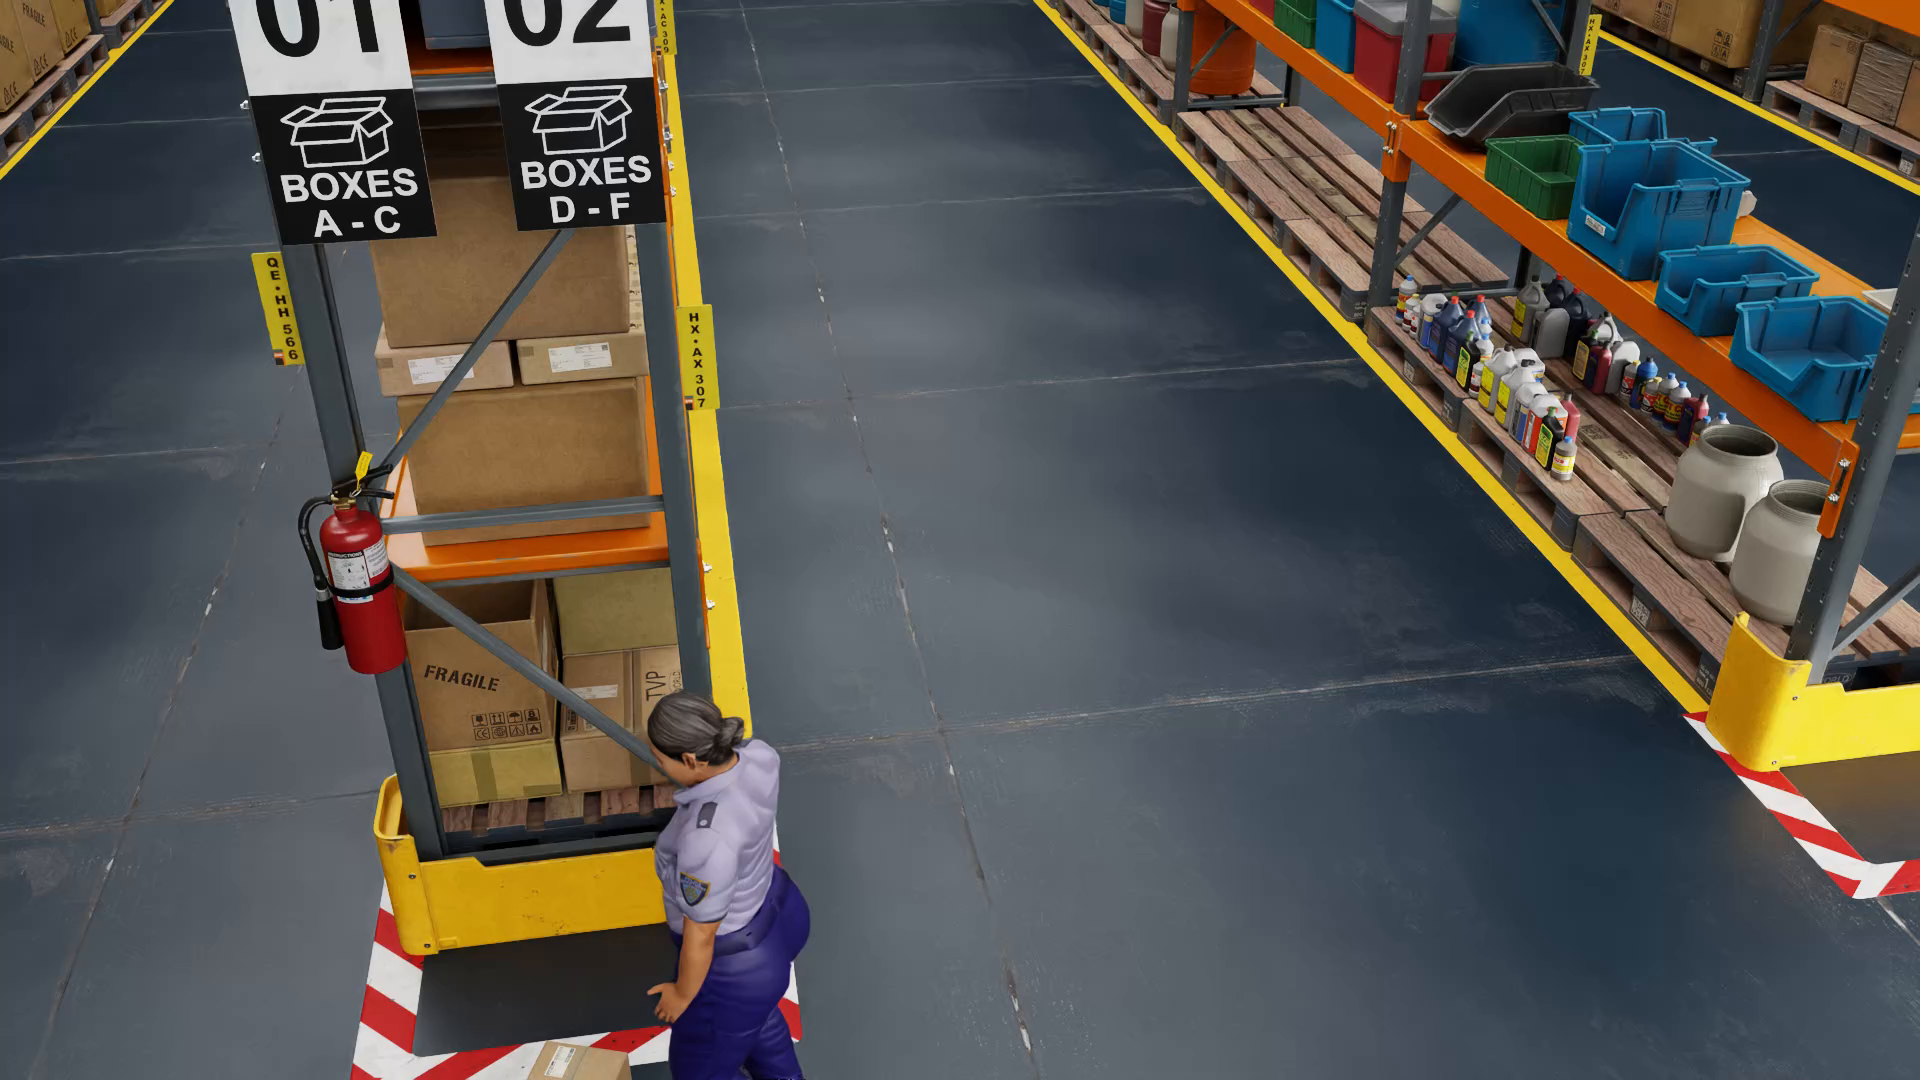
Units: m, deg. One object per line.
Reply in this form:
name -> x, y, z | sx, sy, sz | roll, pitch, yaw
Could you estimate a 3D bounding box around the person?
person -> -0.597, 1.082, 4.364 | 0.349, 1.631, 0.483 | 6, 31, 10
